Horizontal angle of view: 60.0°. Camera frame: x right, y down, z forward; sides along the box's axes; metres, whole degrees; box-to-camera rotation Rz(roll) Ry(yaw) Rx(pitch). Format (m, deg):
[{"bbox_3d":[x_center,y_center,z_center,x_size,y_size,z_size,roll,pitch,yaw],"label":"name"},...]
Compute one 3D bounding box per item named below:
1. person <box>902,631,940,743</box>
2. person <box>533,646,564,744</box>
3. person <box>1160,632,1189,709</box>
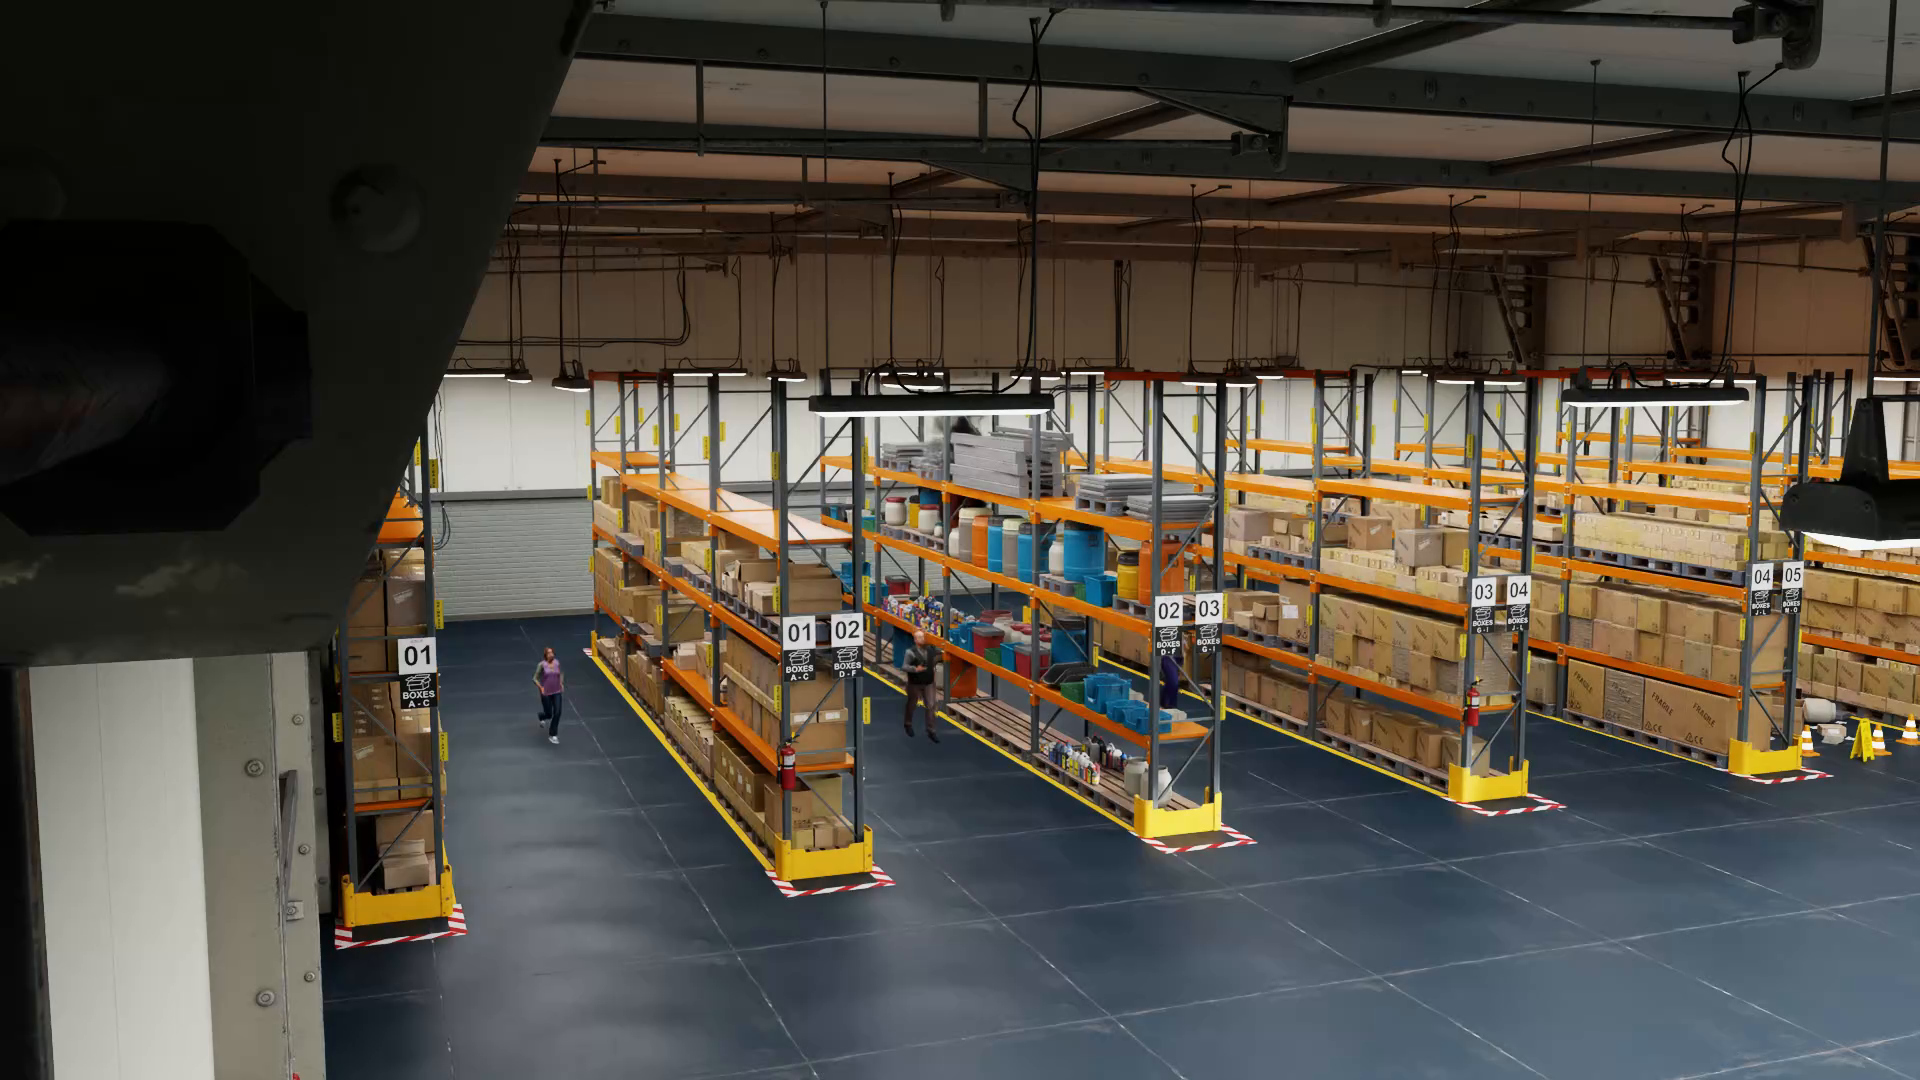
[{"bbox_3d":[-0.622,2.320,26.487,0.657,1.744,0.939,-3,7,-28],"label":"person"},{"bbox_3d":[-6.743,2.521,27.331,0.536,1.575,0.664,-4,8,-33],"label":"person"},{"bbox_3d":[3.581,2.134,28.077,0.579,1.710,0.741,-4,8,-34],"label":"person"}]
